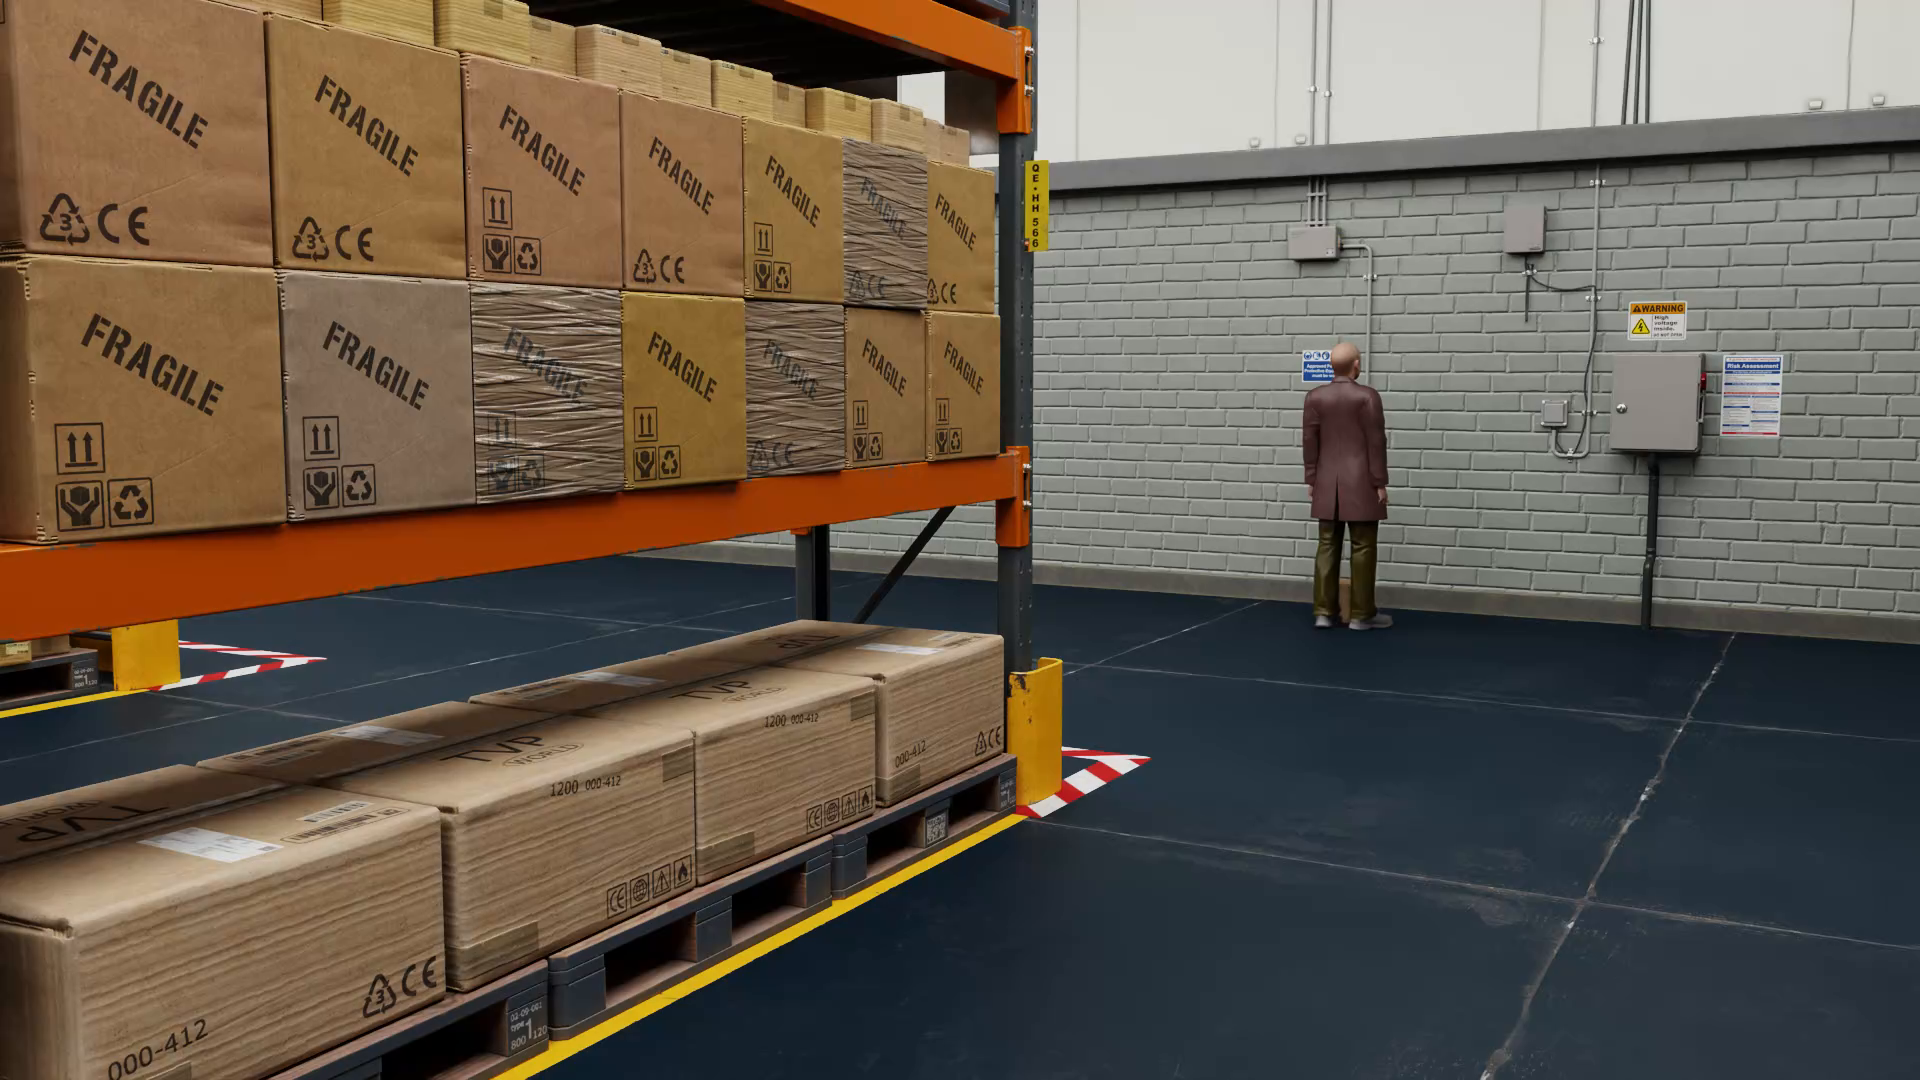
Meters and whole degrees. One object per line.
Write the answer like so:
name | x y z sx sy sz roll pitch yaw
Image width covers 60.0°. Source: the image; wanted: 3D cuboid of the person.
person | 2.434 -0.338 10.387 0.555 1.787 0.396 5 7 38
